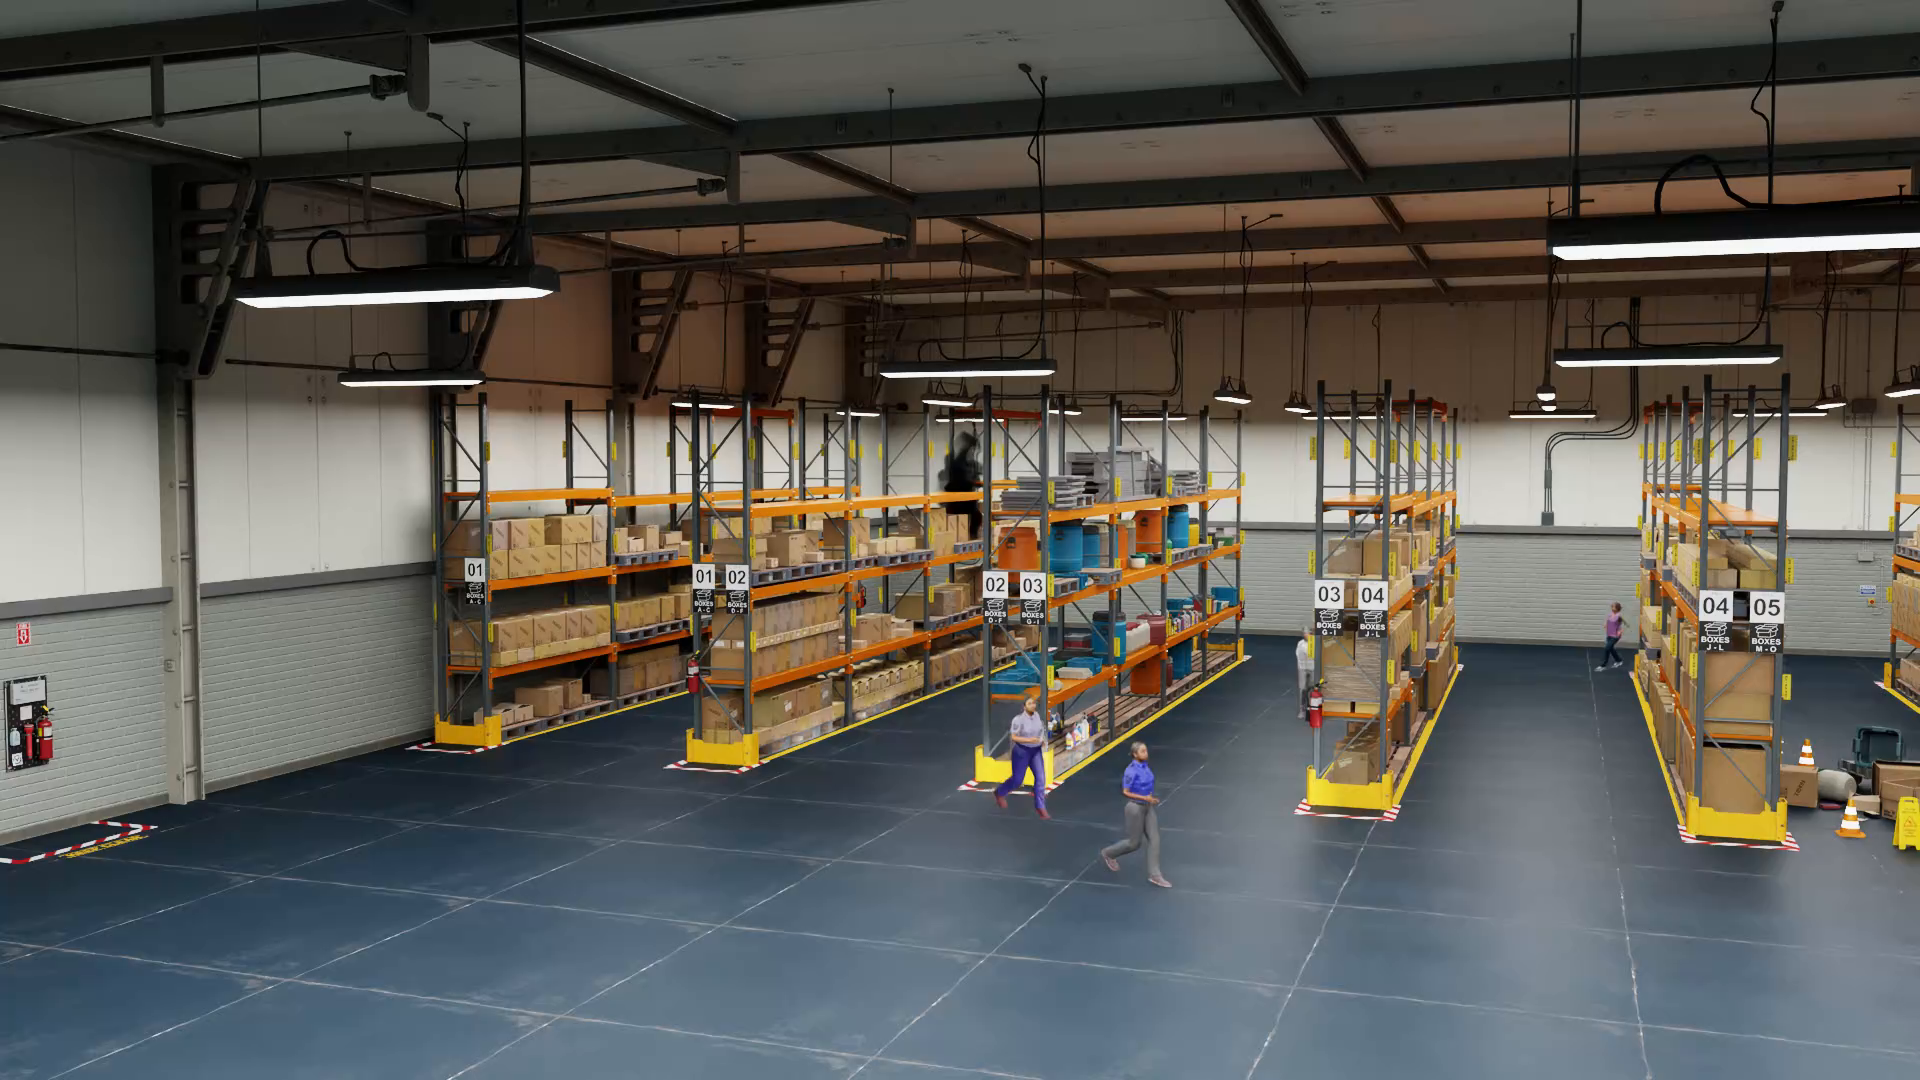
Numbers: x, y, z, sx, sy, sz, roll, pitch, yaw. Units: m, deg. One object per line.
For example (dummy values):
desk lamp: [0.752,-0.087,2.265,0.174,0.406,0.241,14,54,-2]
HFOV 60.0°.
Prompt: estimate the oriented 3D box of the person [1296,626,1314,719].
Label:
person: [6.609,2.492,31.432,0.584,1.754,0.776,1,3,22]

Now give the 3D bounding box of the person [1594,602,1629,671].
person: [14.824,2.194,37.692,0.759,1.585,0.601,-1,3,-16]

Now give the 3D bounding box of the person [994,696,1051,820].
person: [0.901,2.969,22.892,0.615,1.670,0.935,-2,4,-36]

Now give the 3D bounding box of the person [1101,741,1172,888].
person: [2.056,3.151,19.251,0.892,1.654,0.581,2,4,38]
